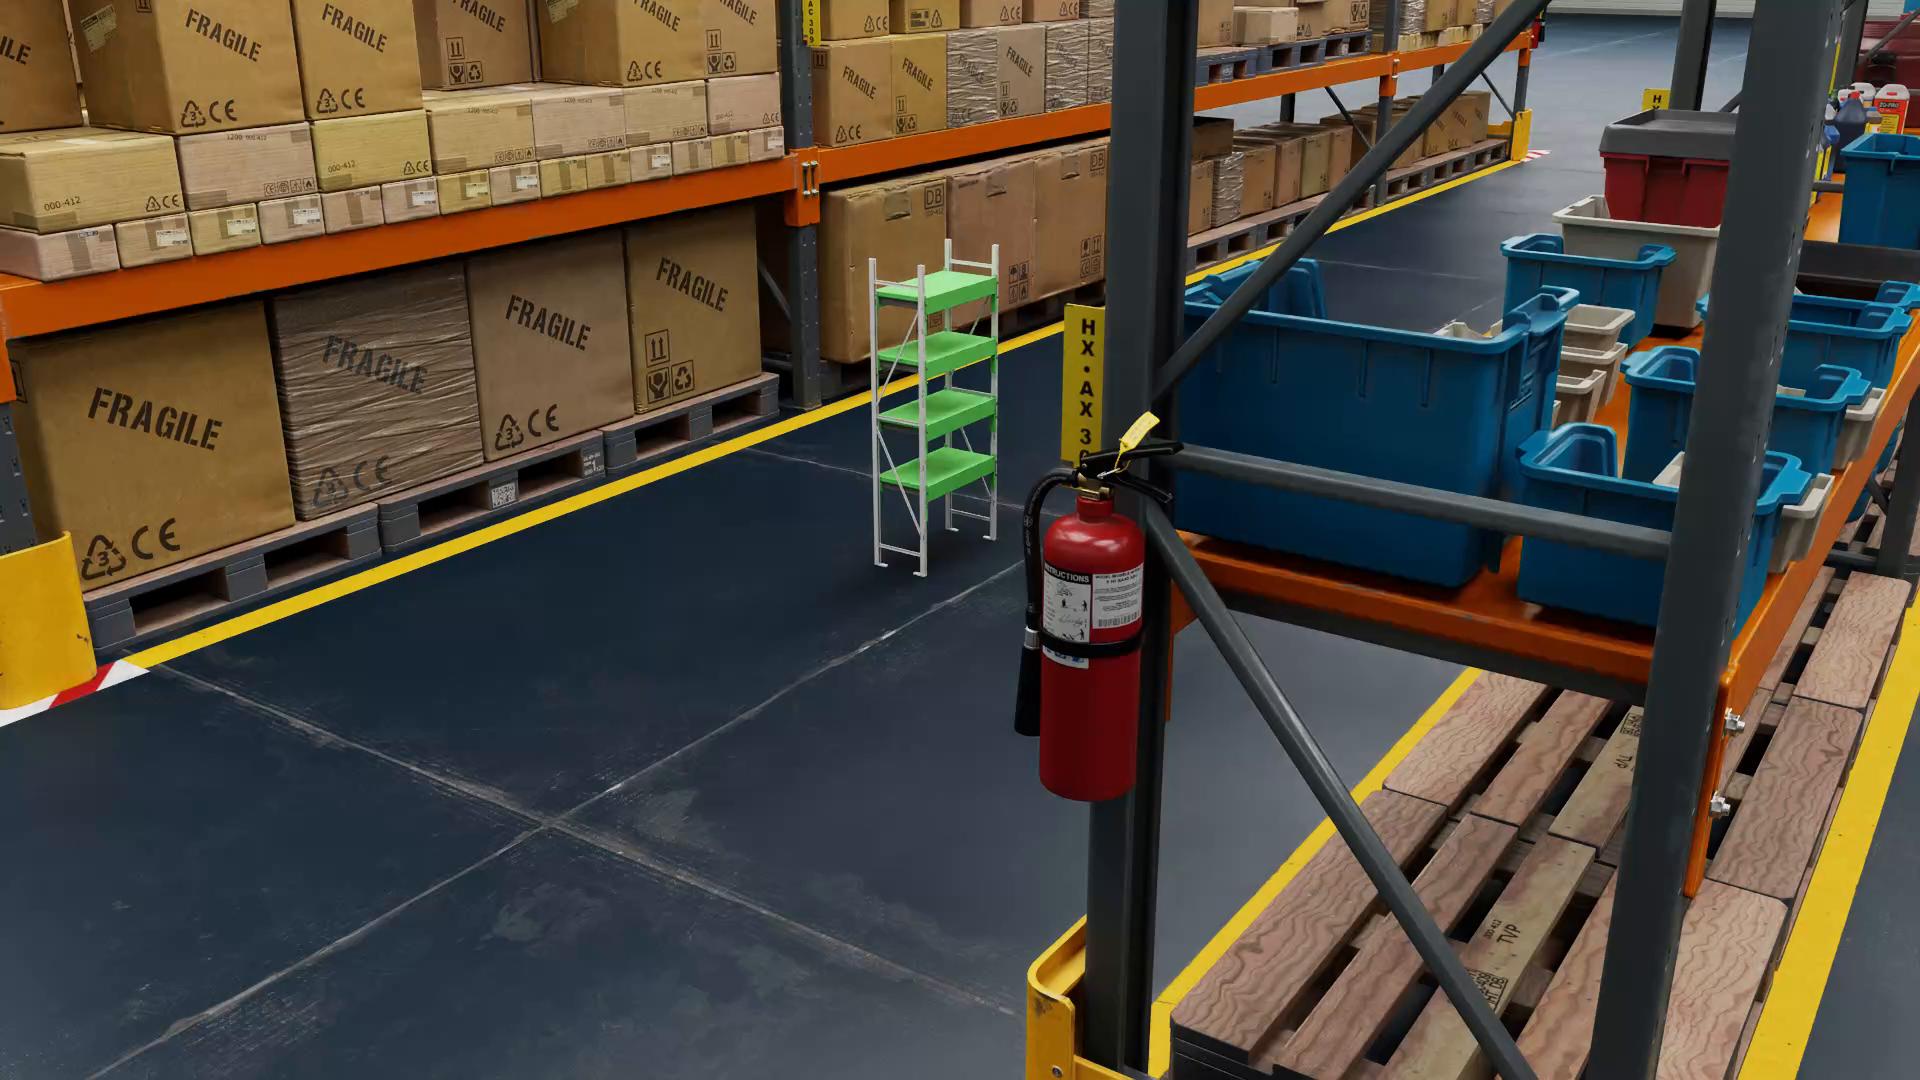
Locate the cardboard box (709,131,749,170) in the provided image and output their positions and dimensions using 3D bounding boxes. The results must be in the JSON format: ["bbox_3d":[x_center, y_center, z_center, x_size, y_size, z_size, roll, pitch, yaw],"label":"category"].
[{"bbox_3d":[-1.209,-1.830,7.751,0.380,0.149,0.250,14,24,33],"label":"cardboard box"}]

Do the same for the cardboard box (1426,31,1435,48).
[{"bbox_3d":[4.105,-4.574,15.169,0.380,0.149,0.250,13,24,32],"label":"cardboard box"}]

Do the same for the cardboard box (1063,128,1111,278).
[{"bbox_3d":[0.680,-2.328,11.191,1.225,0.875,0.875,12,23,29],"label":"cardboard box"}]

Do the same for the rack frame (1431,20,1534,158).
[{"bbox_3d":[5.582,-5.617,17.625,1.000,3.000,0.127,13,24,32],"label":"rack frame"}]

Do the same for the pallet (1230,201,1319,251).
[{"bbox_3d":[2.212,-2.586,13.451,1.003,0.211,1.213,13,24,32],"label":"pallet"}]

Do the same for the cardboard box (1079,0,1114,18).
[{"bbox_3d":[0.660,-3.632,10.670,0.797,0.503,0.637,14,25,34],"label":"cardboard box"}]

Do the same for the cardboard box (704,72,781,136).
[{"bbox_3d":[-1.195,-2.065,7.811,0.500,0.250,0.500,13,24,31],"label":"cardboard box"}]

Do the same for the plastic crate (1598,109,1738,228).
[{"bbox_3d":[2.223,-1.058,5.124,0.402,0.464,0.583,13,24,32],"label":"plastic crate"}]

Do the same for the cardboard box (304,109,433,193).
[{"bbox_3d":[-2.347,-1.474,6.213,0.500,0.250,0.500,12,24,30],"label":"cardboard box"}]

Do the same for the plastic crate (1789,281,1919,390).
[{"bbox_3d":[2.004,-0.480,3.894,0.416,0.233,0.300,13,24,32],"label":"plastic crate"}]

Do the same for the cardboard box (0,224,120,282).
[{"bbox_3d":[-2.940,-0.945,5.359,0.380,0.149,0.250,14,24,32],"label":"cardboard box"}]

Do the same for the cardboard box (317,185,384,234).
[{"bbox_3d":[-2.364,-1.241,6.158,0.380,0.149,0.250,13,24,31],"label":"cardboard box"}]

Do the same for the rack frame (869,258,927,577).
[{"bbox_3d":[-0.230,-0.445,6.239,0.240,1.200,0.015,13,24,32],"label":"rack frame"}]

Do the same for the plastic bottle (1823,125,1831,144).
[{"bbox_3d":[3.565,-1.592,6.932,0.097,0.271,0.097,0,20,0],"label":"plastic bottle"}]

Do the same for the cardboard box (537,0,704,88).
[{"bbox_3d":[-1.486,-2.267,7.278,0.500,0.500,0.500,14,24,32],"label":"cardboard box"}]

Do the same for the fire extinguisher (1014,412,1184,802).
[{"bbox_3d":[0.223,0.106,2.804,0.296,0.674,0.183,13,24,32],"label":"fire extinguisher"}]

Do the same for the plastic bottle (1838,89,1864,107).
[{"bbox_3d":[4.410,-2.103,8.306,0.152,0.276,0.135,13,24,32],"label":"plastic bottle"}]

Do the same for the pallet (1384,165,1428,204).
[{"bbox_3d":[3.682,-3.361,15.546,1.003,0.211,1.213,13,24,32],"label":"pallet"}]

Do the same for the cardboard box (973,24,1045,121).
[{"bbox_3d":[0.151,-2.741,9.707,0.500,0.500,0.500,14,24,33],"label":"cardboard box"}]

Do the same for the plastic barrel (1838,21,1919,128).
[{"bbox_3d":[5.191,-2.611,9.305,0.600,0.536,0.708,13,24,32],"label":"plastic barrel"}]

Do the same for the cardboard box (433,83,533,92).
[{"bbox_3d":[-2.215,-1.867,7.277,0.500,0.250,0.500,14,24,33],"label":"cardboard box"}]

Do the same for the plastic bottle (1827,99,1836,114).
[{"bbox_3d":[4.118,-1.969,7.949,0.097,0.271,0.097,0,20,0],"label":"plastic bottle"}]

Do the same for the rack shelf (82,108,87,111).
[{"bbox_3d":[-6.333,-2.259,9.584,1.077,0.370,4.000,13,24,32],"label":"rack shelf"}]

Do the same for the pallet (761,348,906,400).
[{"bbox_3d":[-0.792,-1.102,9.439,1.003,0.211,1.213,13,24,32],"label":"pallet"}]

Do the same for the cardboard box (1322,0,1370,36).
[{"bbox_3d":[2.771,-4.747,13.803,1.000,1.000,1.000,13,24,32],"label":"cardboard box"}]

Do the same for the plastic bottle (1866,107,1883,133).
[{"bbox_3d":[4.524,-2.049,8.268,0.097,0.201,0.097,0,20,0],"label":"plastic bottle"}]

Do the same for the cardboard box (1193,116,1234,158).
[{"bbox_3d":[1.726,-3.059,12.599,0.500,0.250,0.500,17,26,38],"label":"cardboard box"}]

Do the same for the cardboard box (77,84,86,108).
[{"bbox_3d":[-5.430,-2.764,10.276,0.380,0.149,0.250,14,25,34],"label":"cardboard box"}]

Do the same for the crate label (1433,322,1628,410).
[{"bbox_3d":[1.304,-0.399,3.813,0.396,0.136,0.243,13,24,32],"label":"crate label"}]

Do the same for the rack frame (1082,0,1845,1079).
[{"bbox_3d":[0.681,-0.061,2.605,0.949,2.616,0.053,13,24,32],"label":"rack frame"}]

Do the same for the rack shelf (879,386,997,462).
[{"bbox_3d":[-0.093,-0.455,6.451,0.258,0.148,0.480,13,24,32],"label":"rack shelf"}]

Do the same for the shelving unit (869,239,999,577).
[{"bbox_3d":[-0.093,-0.515,6.428,0.258,1.200,0.503,13,24,32],"label":"shelving unit"}]

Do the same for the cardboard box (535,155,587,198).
[{"bbox_3d":[-1.786,-1.536,6.955,0.380,0.149,0.250,13,24,31],"label":"cardboard box"}]

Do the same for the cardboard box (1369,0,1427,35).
[{"bbox_3d":[3.637,-4.772,14.770,0.875,0.500,0.500,13,24,32],"label":"cardboard box"}]

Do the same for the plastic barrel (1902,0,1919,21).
[{"bbox_3d":[6.962,-3.686,11.684,0.600,0.901,0.708,13,24,32],"label":"plastic barrel"}]

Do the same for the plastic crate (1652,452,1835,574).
[{"bbox_3d":[1.344,-0.047,2.862,0.250,0.136,0.298,13,24,32],"label":"plastic crate"}]

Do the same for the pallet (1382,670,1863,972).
[{"bbox_3d":[1.866,0.670,4.649,1.003,0.211,1.213,13,24,32],"label":"pallet"}]

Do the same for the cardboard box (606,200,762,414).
[{"bbox_3d":[-1.601,-1.200,8.143,0.875,0.875,0.875,13,24,32],"label":"cardboard box"}]

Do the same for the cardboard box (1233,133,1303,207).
[{"bbox_3d":[2.373,-3.037,13.621,0.700,0.500,0.500,11,23,27],"label":"cardboard box"}]

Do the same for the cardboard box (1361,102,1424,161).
[{"bbox_3d":[4.191,-3.960,16.144,0.500,0.500,0.500,11,23,27],"label":"cardboard box"}]

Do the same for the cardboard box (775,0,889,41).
[{"bbox_3d":[-0.812,-2.876,8.626,0.797,0.503,0.637,13,24,30],"label":"cardboard box"}]

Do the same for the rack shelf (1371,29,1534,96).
[{"bbox_3d":[4.458,-4.705,16.199,1.077,0.370,4.000,13,24,32],"label":"rack shelf"}]

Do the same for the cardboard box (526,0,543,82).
[{"bbox_3d":[-1.928,-2.367,7.547,0.500,0.500,0.500,13,24,32],"label":"cardboard box"}]

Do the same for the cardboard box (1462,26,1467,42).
[{"bbox_3d":[4.638,-4.868,15.963,0.380,0.149,0.250,13,24,32],"label":"cardboard box"}]

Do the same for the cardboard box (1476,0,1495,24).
[{"bbox_3d":[4.751,-5.349,16.328,0.875,0.500,0.500,13,24,32],"label":"cardboard box"}]

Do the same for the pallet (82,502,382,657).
[{"bbox_3d":[-3.028,0.037,6.360,1.003,0.211,1.213,13,24,32],"label":"pallet"}]

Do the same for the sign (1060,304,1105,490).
[{"bbox_3d":[0.220,-0.239,2.852,0.100,0.325,0.005,13,24,32],"label":"sign"}]
